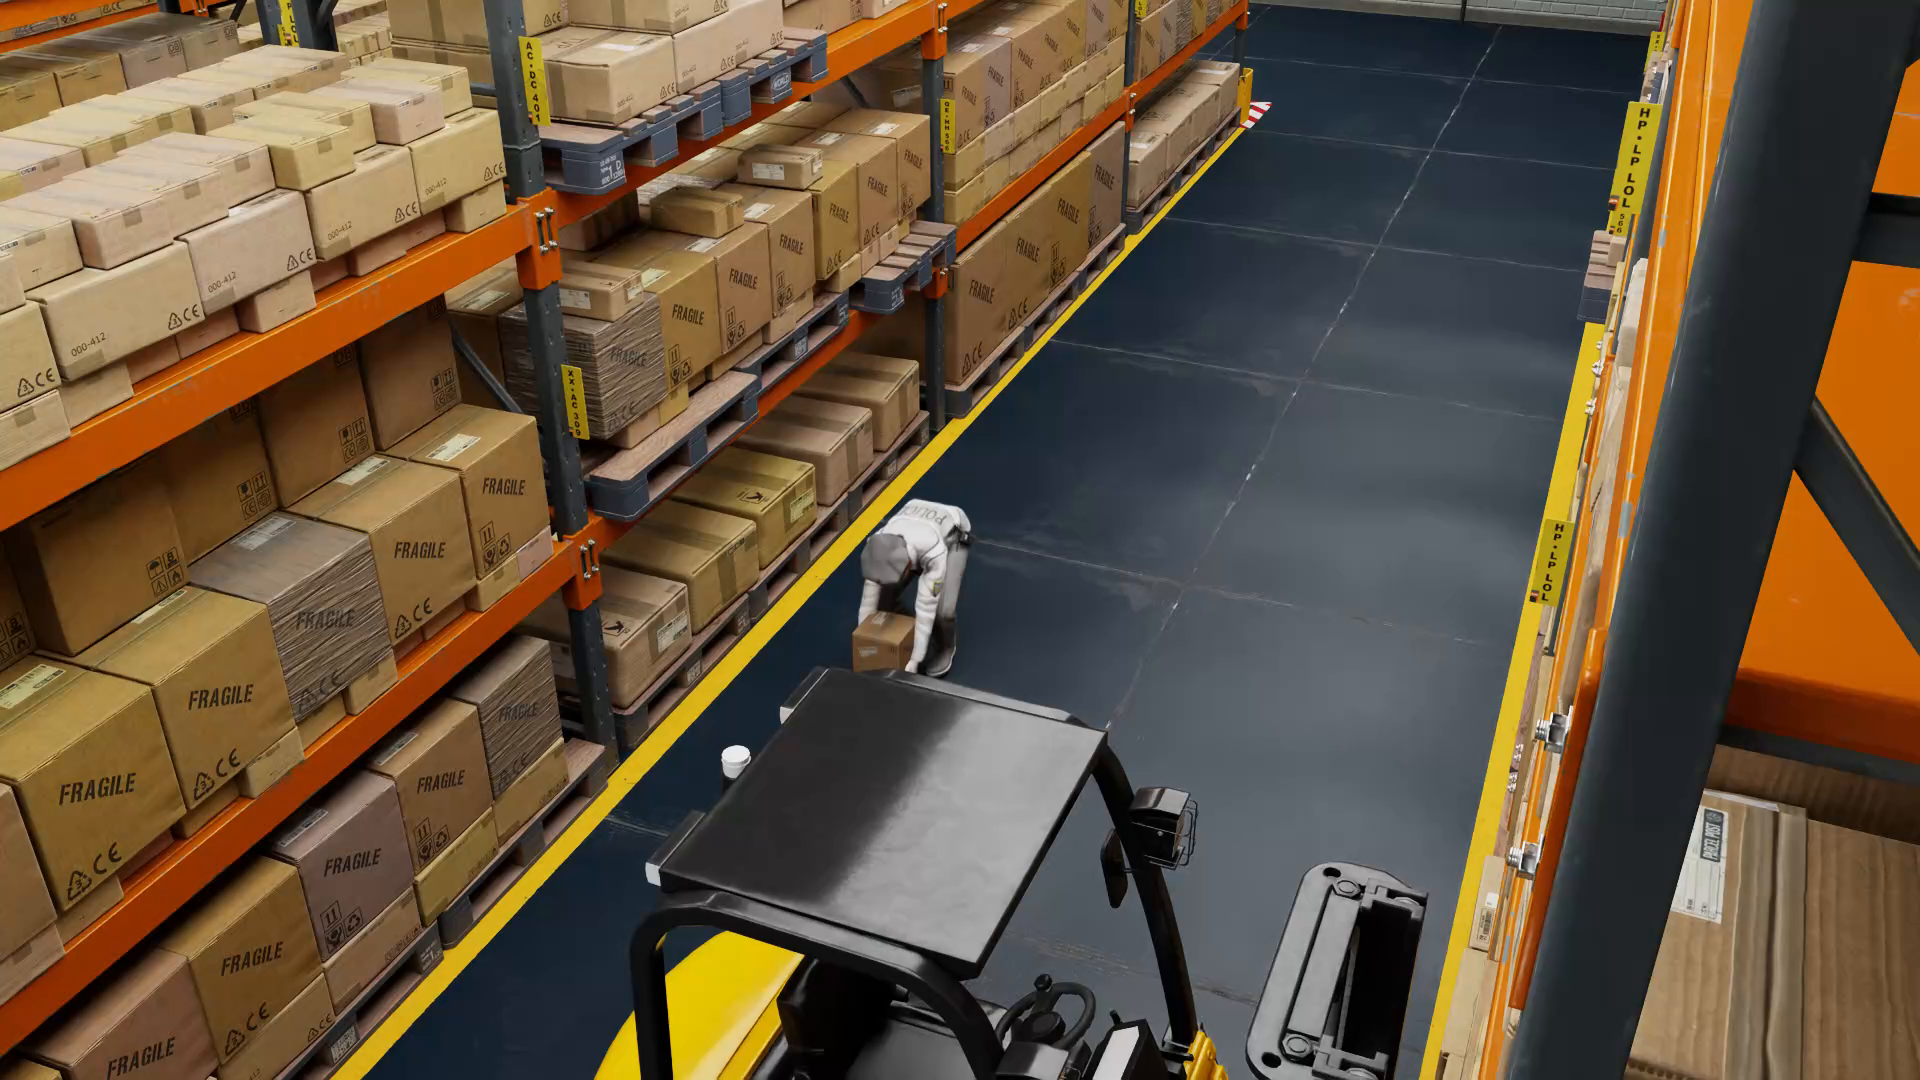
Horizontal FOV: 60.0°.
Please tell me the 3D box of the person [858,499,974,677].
[{"bbox_3d":[-0.238,0.257,8.371,0.456,0.982,0.914,11,32,19],"label":"person"}]
